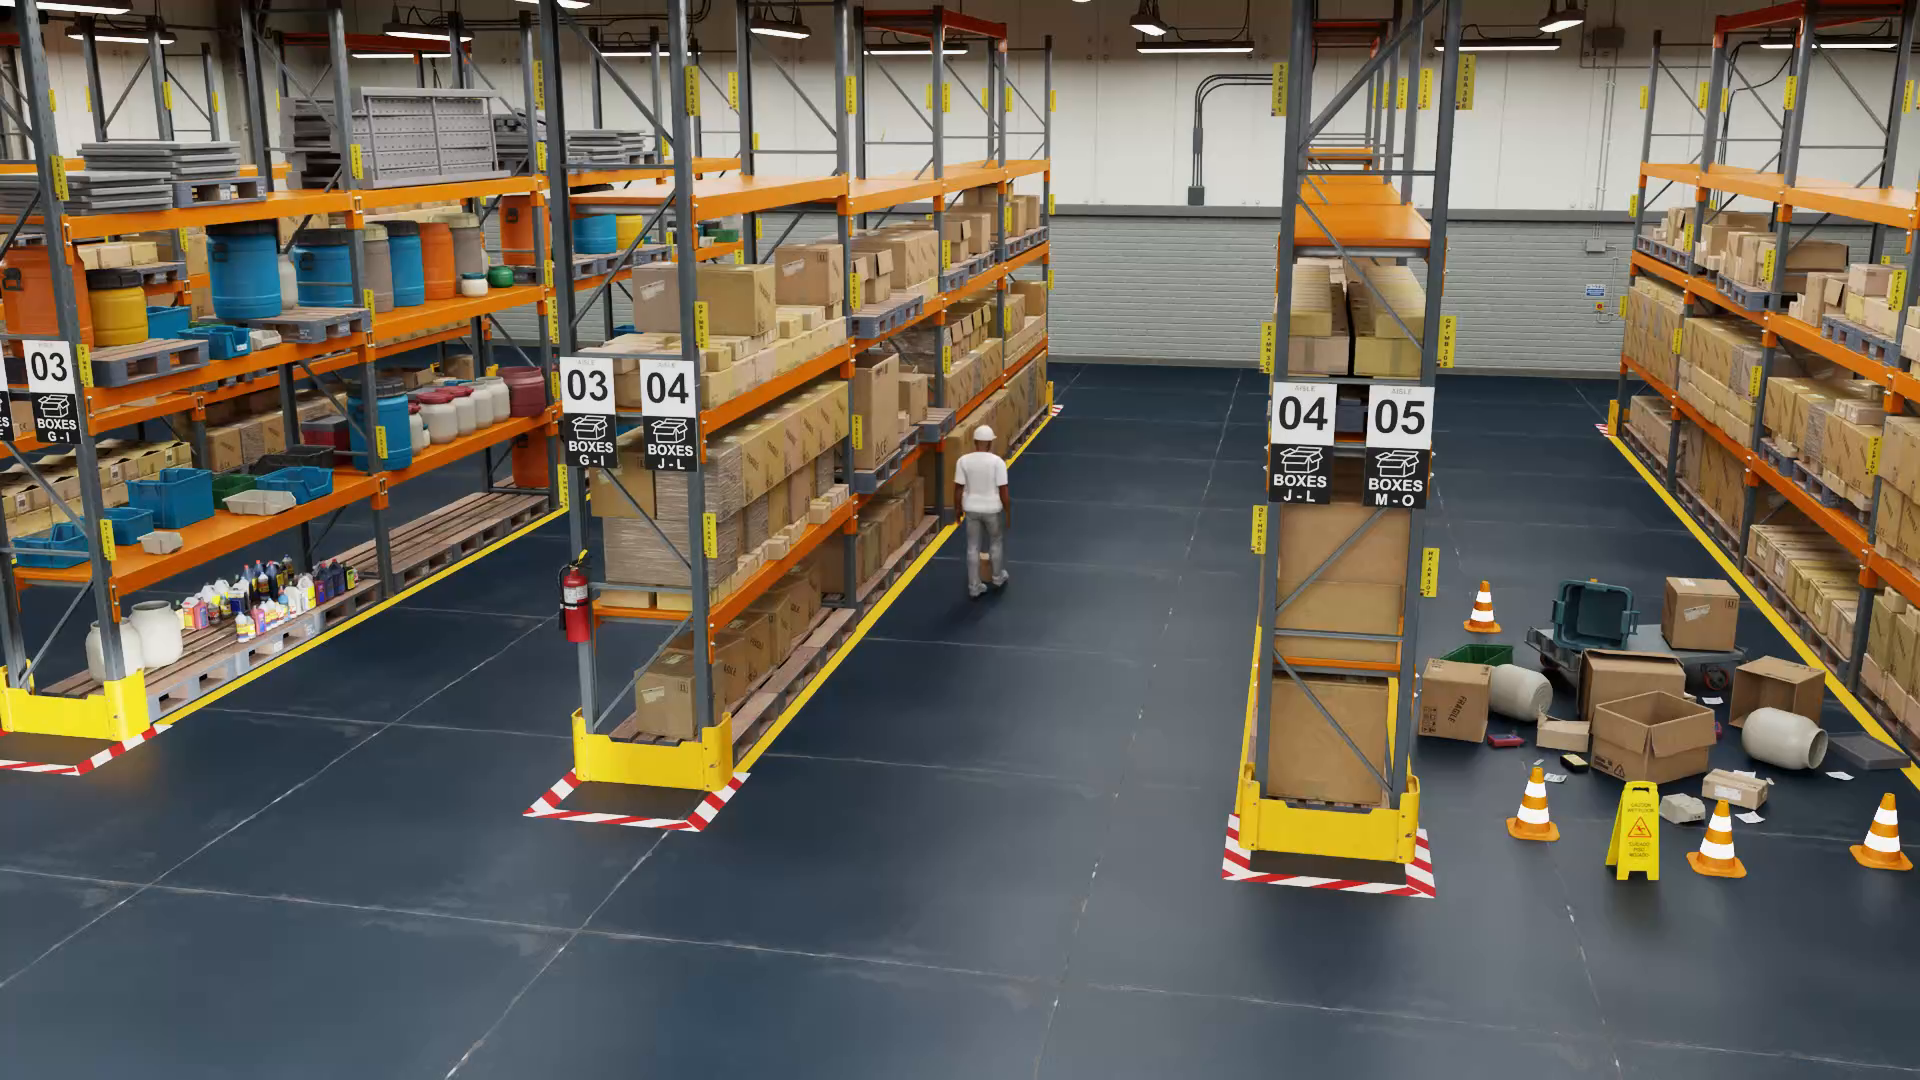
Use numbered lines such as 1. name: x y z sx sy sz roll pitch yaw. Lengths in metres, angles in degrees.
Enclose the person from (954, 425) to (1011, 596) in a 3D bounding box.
1. person: 0.268 -0.351 17.274 0.593 1.752 0.748 3 15 12
